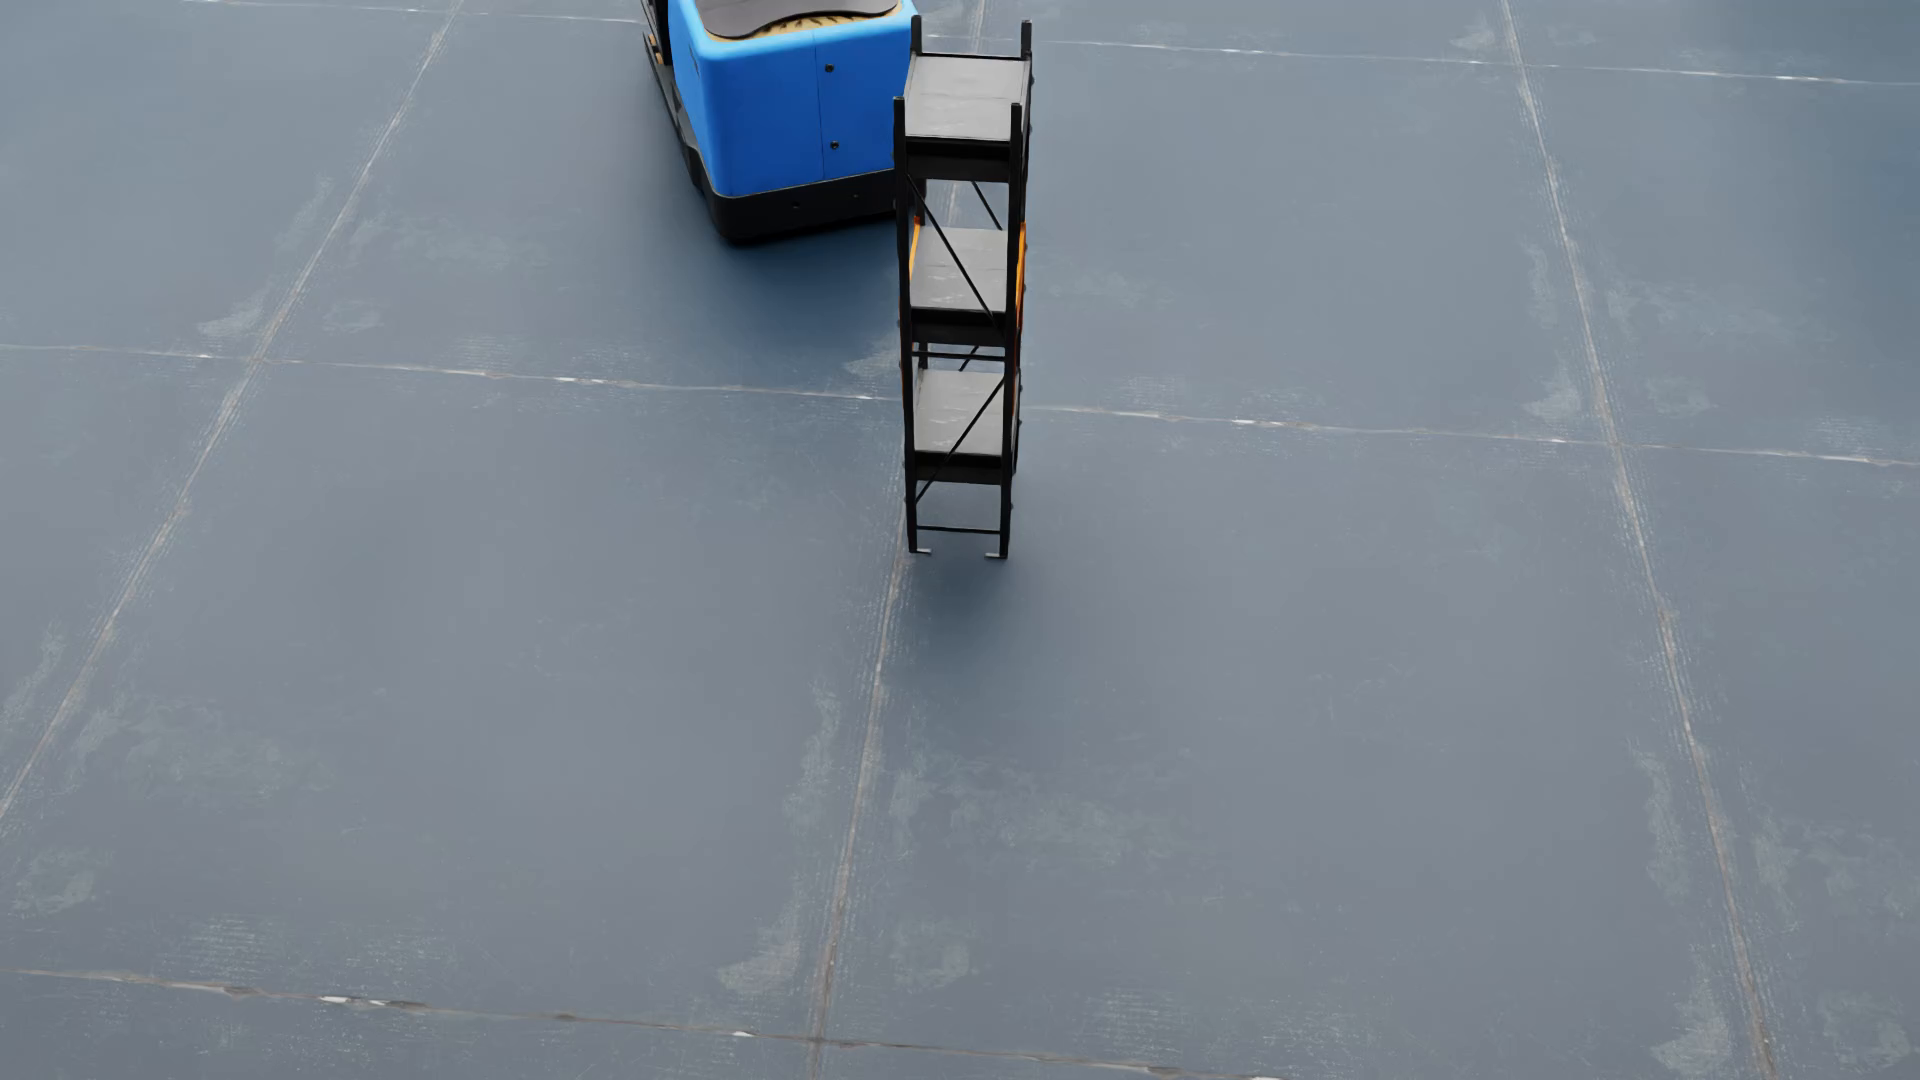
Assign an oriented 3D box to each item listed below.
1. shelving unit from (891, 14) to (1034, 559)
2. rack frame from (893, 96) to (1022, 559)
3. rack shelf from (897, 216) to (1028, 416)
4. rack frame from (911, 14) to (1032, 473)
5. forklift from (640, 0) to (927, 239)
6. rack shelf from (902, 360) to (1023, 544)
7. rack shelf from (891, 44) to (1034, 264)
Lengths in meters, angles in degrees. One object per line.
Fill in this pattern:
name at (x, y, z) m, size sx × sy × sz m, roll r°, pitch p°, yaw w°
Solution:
shelving unit at (0.015, -0.830, 6.086) m, size 0.431 × 2.100 × 0.503 m, roll 4°, pitch 48°, yaw 4°
rack frame at (-0.007, -0.651, 5.922) m, size 0.400 × 2.100 × 0.015 m, roll 4°, pitch 48°, yaw 4°
rack shelf at (0.015, -0.821, 6.097) m, size 0.431 × 0.518 × 0.480 m, roll 4°, pitch 48°, yaw 4°
rack frame at (0.037, -1.010, 6.250) m, size 0.400 × 2.100 × 0.015 m, roll 4°, pitch 48°, yaw 4°
forklift at (-1.095, -3.543, 8.005) m, size 1.130 × 2.935 × 3.031 m, roll -13°, pitch 49°, yaw -12°
rack shelf at (0.015, -0.349, 6.613) m, size 0.431 × 0.518 × 0.480 m, roll 4°, pitch 48°, yaw 4°
rack shelf at (0.015, -1.294, 5.580) m, size 0.431 × 0.518 × 0.480 m, roll 4°, pitch 48°, yaw 4°
